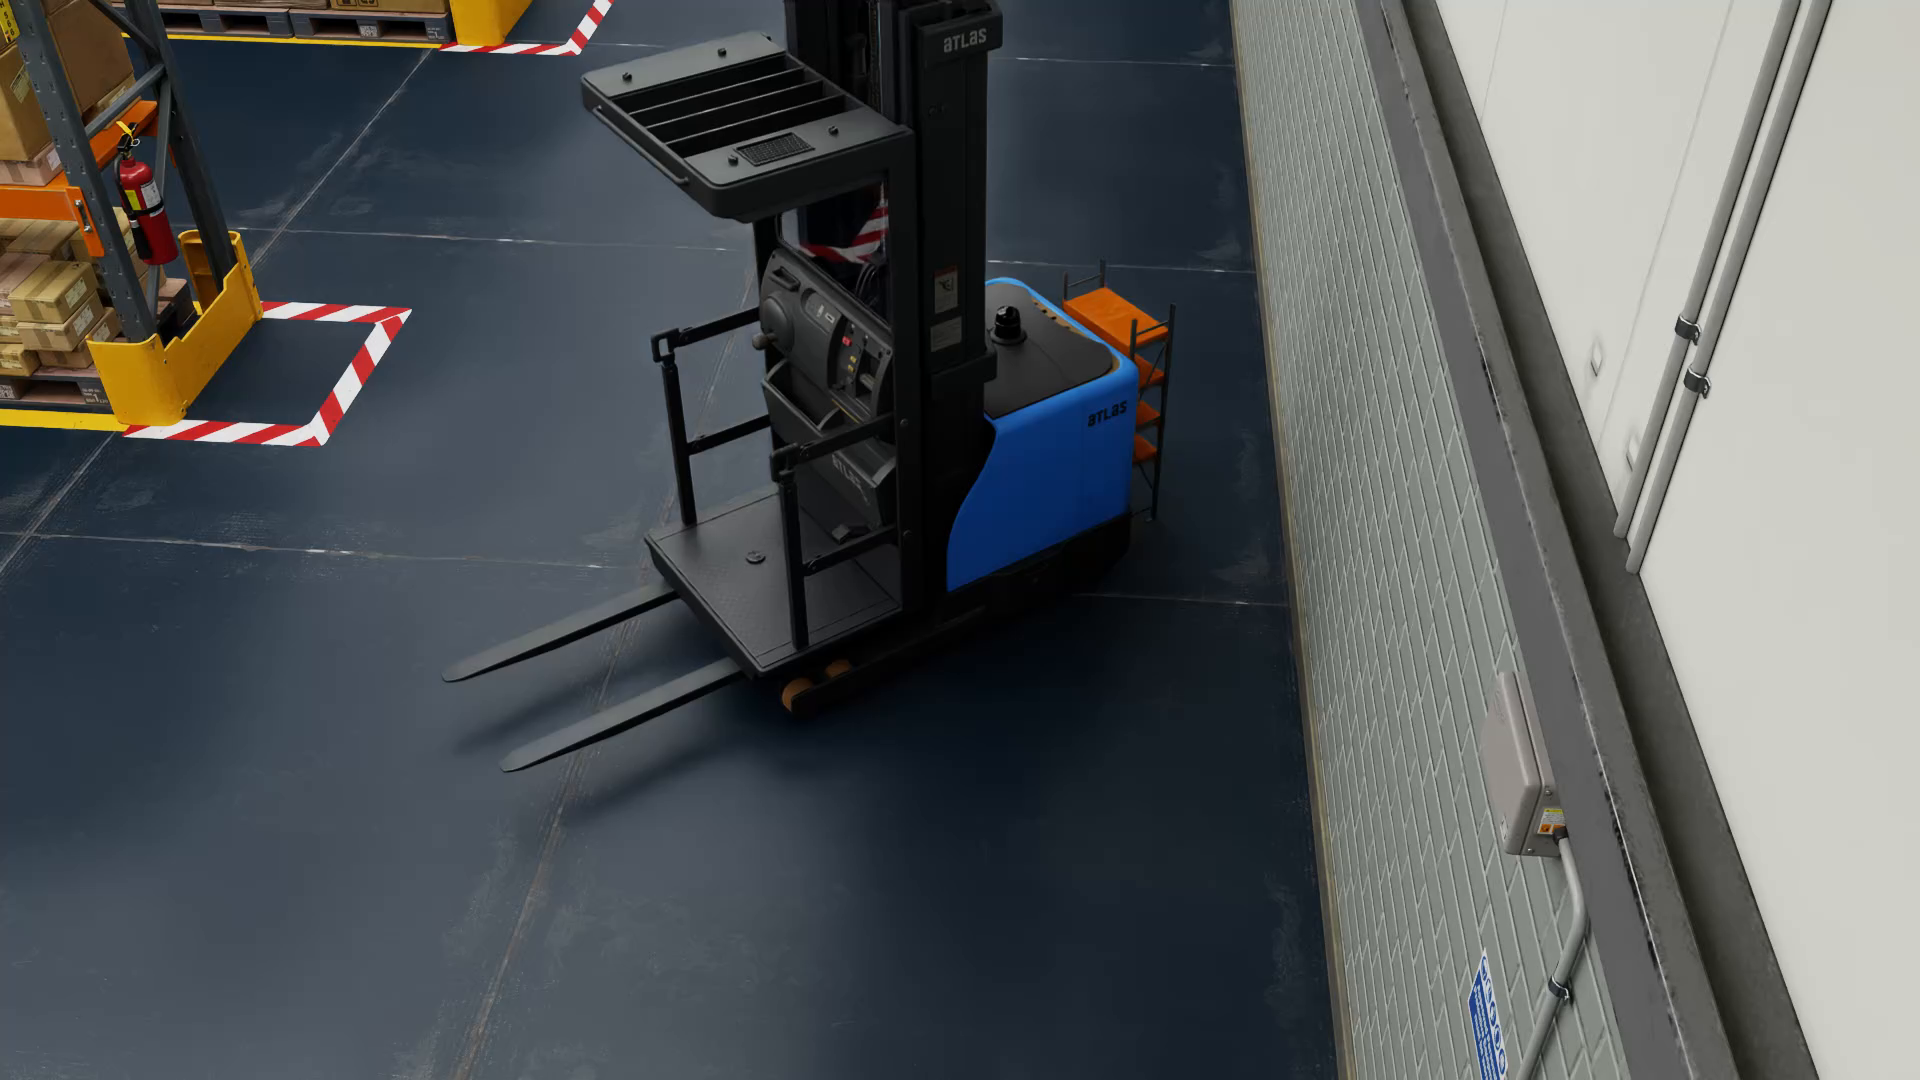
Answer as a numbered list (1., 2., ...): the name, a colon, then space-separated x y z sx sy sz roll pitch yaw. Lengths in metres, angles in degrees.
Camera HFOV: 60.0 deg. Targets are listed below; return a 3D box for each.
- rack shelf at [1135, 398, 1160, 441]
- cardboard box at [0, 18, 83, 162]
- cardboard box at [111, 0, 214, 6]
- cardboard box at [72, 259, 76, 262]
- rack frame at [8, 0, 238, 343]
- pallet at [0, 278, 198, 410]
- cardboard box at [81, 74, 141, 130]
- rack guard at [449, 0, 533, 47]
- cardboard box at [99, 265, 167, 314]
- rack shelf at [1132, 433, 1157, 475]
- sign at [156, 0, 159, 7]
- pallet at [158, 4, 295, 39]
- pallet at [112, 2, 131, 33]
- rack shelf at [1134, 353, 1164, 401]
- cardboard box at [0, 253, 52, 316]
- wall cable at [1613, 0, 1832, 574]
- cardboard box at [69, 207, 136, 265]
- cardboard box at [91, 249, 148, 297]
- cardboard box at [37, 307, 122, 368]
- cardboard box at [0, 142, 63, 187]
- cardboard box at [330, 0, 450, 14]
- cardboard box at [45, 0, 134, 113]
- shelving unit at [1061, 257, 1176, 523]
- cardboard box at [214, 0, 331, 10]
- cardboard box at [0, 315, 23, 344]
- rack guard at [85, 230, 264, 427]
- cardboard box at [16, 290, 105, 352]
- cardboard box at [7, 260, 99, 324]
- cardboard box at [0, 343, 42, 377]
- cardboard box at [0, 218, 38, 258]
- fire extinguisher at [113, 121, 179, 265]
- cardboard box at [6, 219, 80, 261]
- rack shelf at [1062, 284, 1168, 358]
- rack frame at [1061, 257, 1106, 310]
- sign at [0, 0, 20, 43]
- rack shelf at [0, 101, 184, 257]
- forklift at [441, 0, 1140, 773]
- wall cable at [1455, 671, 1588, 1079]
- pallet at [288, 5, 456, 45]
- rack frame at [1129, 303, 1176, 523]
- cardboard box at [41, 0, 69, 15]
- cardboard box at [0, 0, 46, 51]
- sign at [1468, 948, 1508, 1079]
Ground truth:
1. rack shelf: 0.706 -0.603 7.817 0.258 0.148 0.480 -24 45 -26
2. cardboard box: -4.590 -2.139 7.858 0.500 0.500 0.500 4 39 5
3. cardboard box: -6.029 -4.658 12.617 0.875 0.875 0.875 3 39 4
4. cardboard box: -4.888 -1.536 9.121 0.250 0.149 0.380 3 39 4
5. rack frame: -4.120 -2.123 8.152 0.127 3.000 1.000 3 39 4
6. pallet: -5.002 -1.112 9.119 1.213 0.211 1.003 3 39 4
7. cardboard box: -4.414 -2.249 8.506 0.250 0.149 0.380 3 39 3
8. rack guard: -3.567 -4.266 12.765 0.348 0.500 1.175 3 39 4
9. cardboard box: -4.614 -1.410 9.202 0.250 0.149 0.380 4 39 5
10. rack shelf: 0.706 -0.449 7.943 0.258 0.148 0.480 -24 45 -26
11. sign: -4.073 -2.800 8.298 0.005 0.325 0.100 3 39 4
12. pallet: -5.607 -4.218 12.935 1.213 0.211 1.003 3 39 4
13. pallet: -6.825 -4.282 13.014 1.213 0.211 1.003 3 39 4
14. rack shelf: 0.706 -0.776 7.676 0.258 0.148 0.480 -24 45 -26
15. cardboard box: -4.915 -1.330 8.633 0.250 0.149 0.380 4 39 5
16. wall cable: 1.245 -1.198 2.264 0.029 3.000 0.463 3 39 4
17. cardboard box: -4.613 -1.653 9.029 0.250 0.149 0.380 1 39 2
18. cardboard box: -4.620 -1.485 9.059 0.250 0.149 0.380 5 39 6
19. cardboard box: -4.662 -1.077 8.794 0.250 0.149 0.380 4 39 5
20. cardboard box: -4.469 -1.865 8.035 0.250 0.149 0.380 3 39 4
21. cardboard box: -4.236 -4.560 12.497 0.875 0.875 0.875 3 39 4
22. cardboard box: -4.543 -2.475 8.270 0.500 0.500 0.500 5 39 6
23. shelving unit: 0.706 -0.655 7.775 0.258 1.200 0.503 -24 45 -26
24. cardboard box: -5.142 -4.610 12.558 0.875 0.875 0.875 3 39 4
25. cardboard box: -4.926 -1.193 8.700 0.250 0.149 0.380 2 39 3
26. rack guard: -4.196 -1.157 8.946 0.348 0.500 1.175 3 39 4
27. cardboard box: -4.670 -1.145 8.641 0.250 0.149 0.380 2 39 3
28. cardboard box: -4.669 -1.280 8.571 0.250 0.149 0.380 4 39 4
29. cardboard box: -4.927 -1.028 8.733 0.250 0.149 0.380 4 39 5
30. cardboard box: -5.138 -1.687 9.071 0.250 0.149 0.380 3 39 4
31. fire extinguisher: -3.909 -1.644 7.921 0.183 0.674 0.296 3 39 4
32. cardboard box: -4.898 -1.592 8.955 0.250 0.149 0.380 4 39 5
33. rack shelf: 0.706 -0.960 7.527 0.258 0.148 0.480 -24 45 -26
34. rack frame: 0.566 -0.781 7.930 0.240 1.200 0.015 -24 45 -26
35. sign: -4.188 -2.346 7.259 0.005 0.325 0.100 3 39 4
36. rack shelf: -6.112 -1.953 8.513 4.000 0.370 1.077 3 39 4
37. forklift: -0.714 -0.775 6.550 3.031 2.935 1.130 -23 45 -26
38. wall cable: 1.173 0.882 3.631 0.123 1.953 0.585 3 39 4
39. pallet: -4.395 -4.149 12.851 1.213 0.211 1.003 3 39 4
40. rack frame: 0.846 -0.529 7.620 0.240 1.200 0.015 -24 45 -26
41. cardboard box: -4.544 -2.856 7.946 0.500 0.500 0.500 3 39 4
42. cardboard box: -4.597 -2.533 7.550 0.500 0.500 0.500 2 39 3
43. sign: 1.239 1.157 3.909 0.001 0.218 0.327 3 39 4
